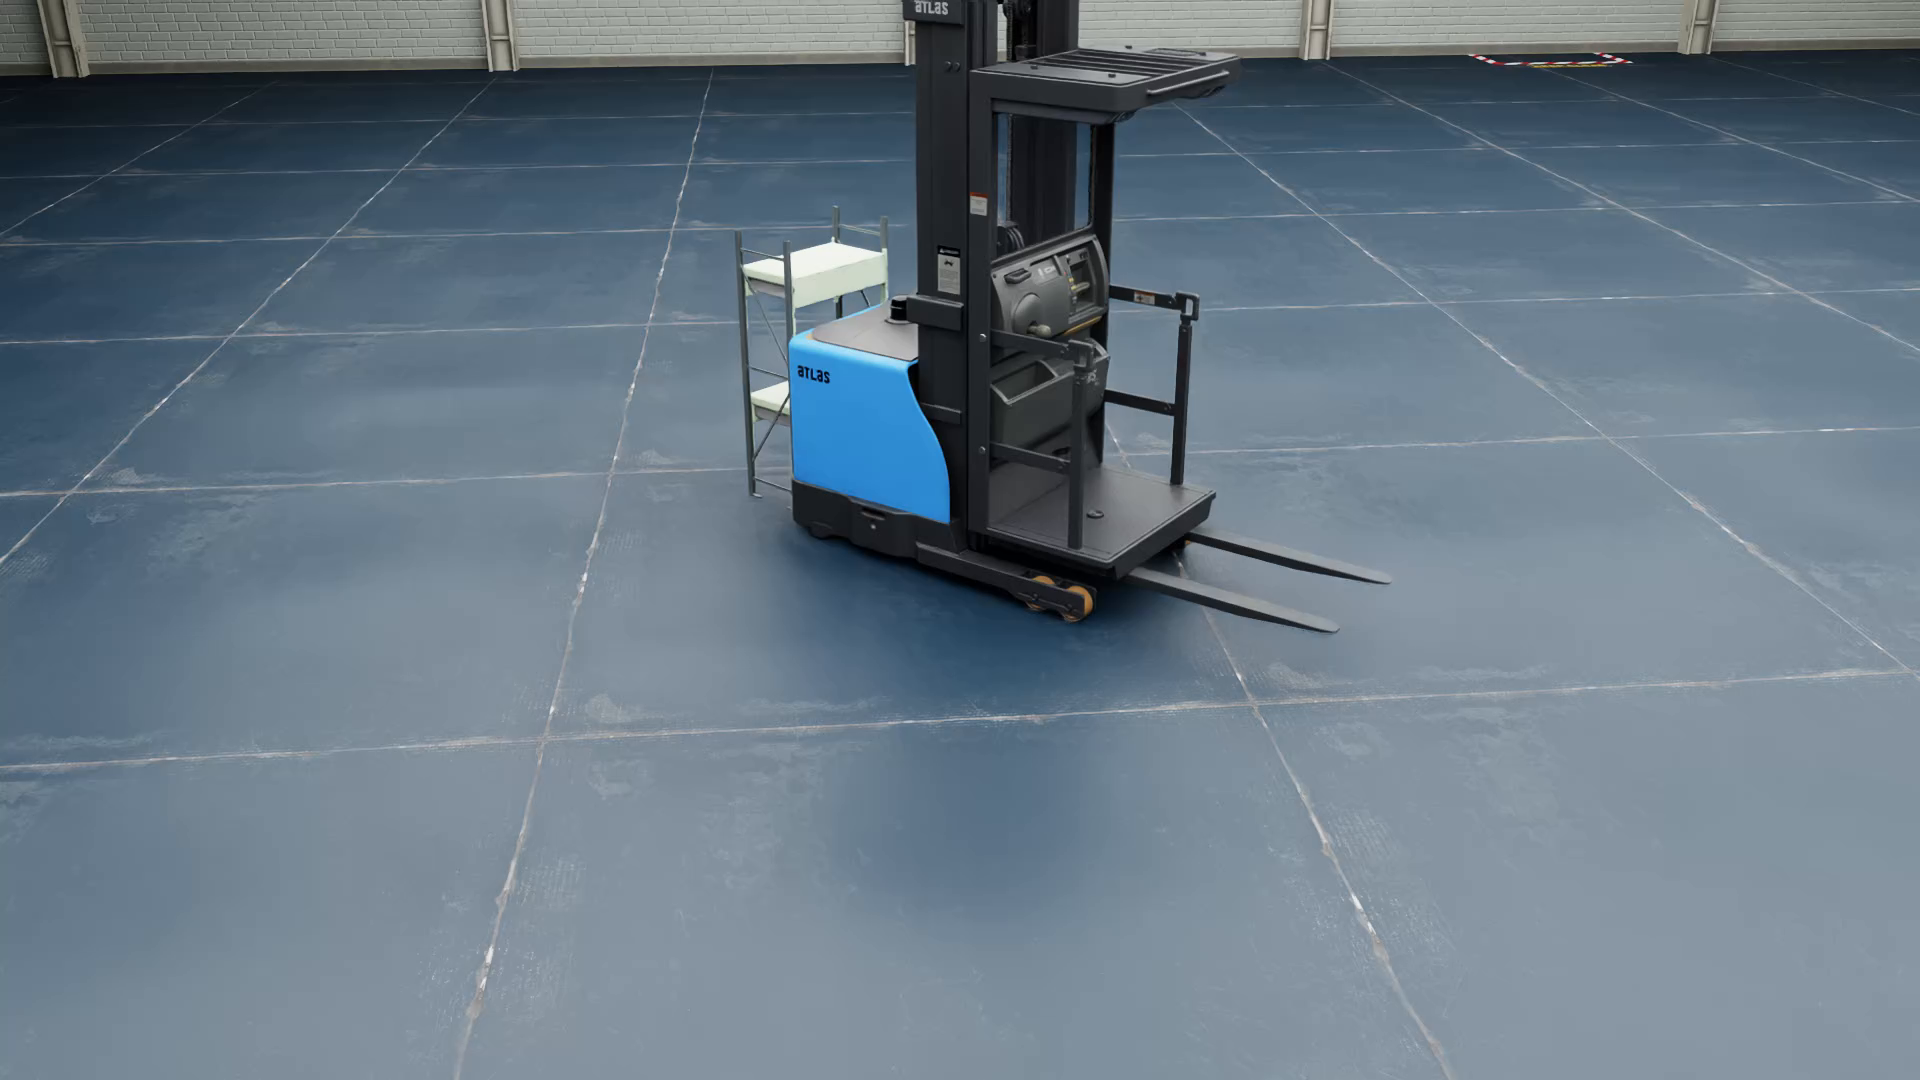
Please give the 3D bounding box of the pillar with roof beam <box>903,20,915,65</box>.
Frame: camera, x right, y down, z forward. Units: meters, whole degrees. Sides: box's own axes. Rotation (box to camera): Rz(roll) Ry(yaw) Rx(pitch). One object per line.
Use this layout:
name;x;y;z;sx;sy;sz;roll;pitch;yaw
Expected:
pillar with roof beam;-0.198;-9.418;18.859;0.400;9.000;9.100;-2;24;-5

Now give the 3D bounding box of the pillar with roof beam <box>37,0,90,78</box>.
pillar with roof beam;-12.140;-8.939;17.782;0.400;9.000;9.100;-2;24;-5

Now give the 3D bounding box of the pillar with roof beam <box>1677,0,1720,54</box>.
pillar with roof beam;11.744;-9.897;19.937;0.400;9.000;9.100;-2;24;-5

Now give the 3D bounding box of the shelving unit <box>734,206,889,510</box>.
shelving unit;-0.788;-1.004;9.162;0.431;1.500;0.755;19;30;36

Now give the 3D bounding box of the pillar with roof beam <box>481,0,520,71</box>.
pillar with roof beam;-6.169;-9.178;18.321;0.400;9.000;9.100;-2;24;-5

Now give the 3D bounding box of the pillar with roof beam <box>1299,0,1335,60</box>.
pillar with roof beam;5.773;-9.657;19.398;0.400;9.000;9.100;-2;24;-5

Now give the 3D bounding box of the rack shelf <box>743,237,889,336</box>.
rack shelf;-0.788;-1.360;9.003;0.431;0.370;0.720;19;30;36

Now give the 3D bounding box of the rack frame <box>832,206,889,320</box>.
rack frame;-0.549;-1.117;9.416;0.400;1.500;0.023;19;30;36

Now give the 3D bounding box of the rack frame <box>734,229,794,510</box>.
rack frame;-1.026;-0.891;8.908;0.400;1.500;0.023;19;30;36

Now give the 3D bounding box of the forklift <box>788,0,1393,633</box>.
forklift;0.607;-1.198;7.838;3.031;2.935;1.130;16;29;32

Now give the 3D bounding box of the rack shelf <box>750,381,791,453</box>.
rack shelf;-0.788;-0.706;9.294;0.431;0.370;0.720;19;30;36
